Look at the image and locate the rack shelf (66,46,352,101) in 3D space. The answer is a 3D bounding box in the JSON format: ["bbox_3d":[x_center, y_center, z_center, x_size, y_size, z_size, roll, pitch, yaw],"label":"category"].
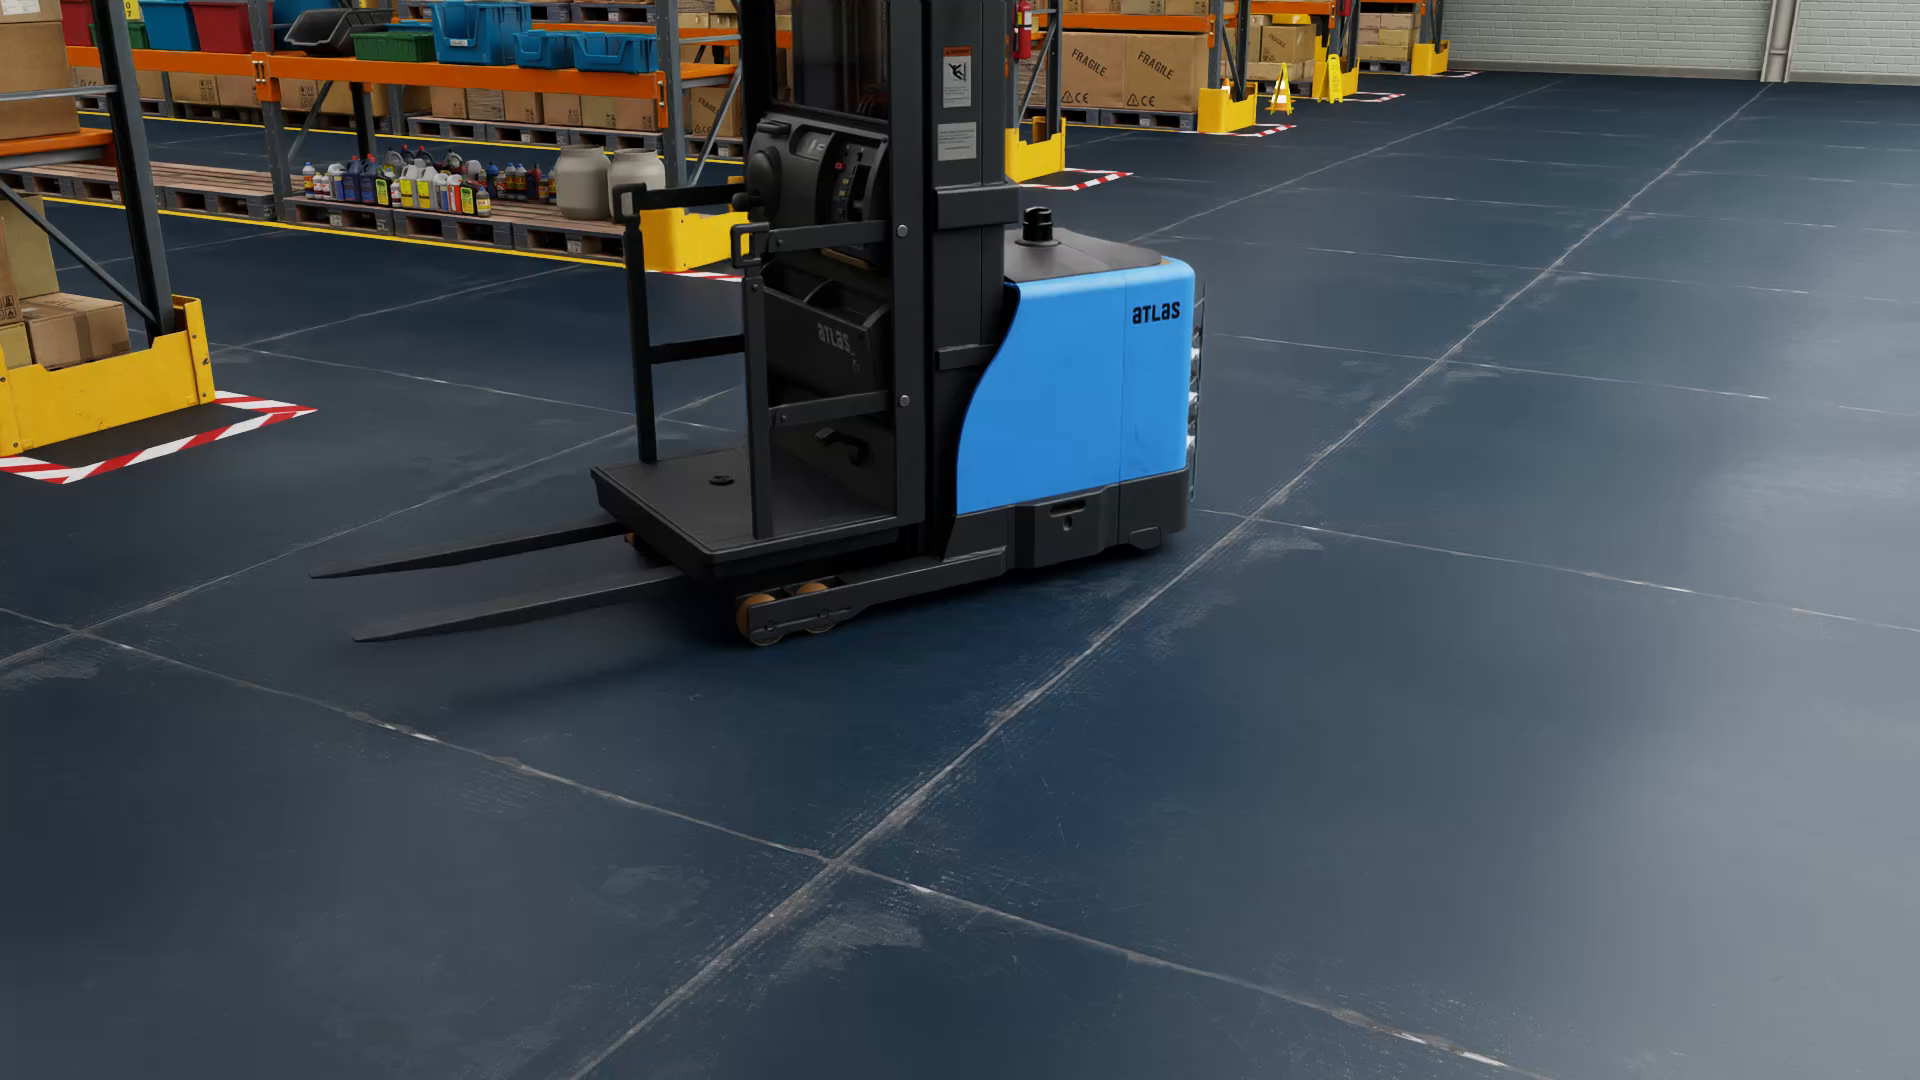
[{"bbox_3d":[-6.965,-4.108,14.345,4.000,0.370,1.077,11,23,27],"label":"rack shelf"}]

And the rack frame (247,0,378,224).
[{"bbox_3d":[-5.219,-4.113,13.306,0.127,3.000,1.000,11,23,27],"label":"rack frame"}]

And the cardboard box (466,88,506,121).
[{"bbox_3d":[-5.210,-5.091,19.021,0.500,0.500,0.700,9,22,23],"label":"cardboard box"}]

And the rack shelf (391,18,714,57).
[{"bbox_3d":[-4.549,-5.582,18.410,4.000,0.370,1.077,11,23,27],"label":"rack shelf"}]

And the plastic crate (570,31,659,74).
[{"bbox_3d":[-2.309,-3.372,11.481,0.616,0.251,0.499,11,23,27],"label":"plastic crate"}]

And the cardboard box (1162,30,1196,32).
[{"bbox_3d":[3.338,-7.445,24.806,0.500,0.500,0.500,12,23,30],"label":"cardboard box"}]

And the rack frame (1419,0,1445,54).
[{"bbox_3d":[7.939,-9.351,27.745,0.127,3.000,1.000,11,23,27],"label":"rack frame"}]

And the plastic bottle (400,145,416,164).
[{"bbox_3d":[-4.516,-3.054,13.624,0.185,0.351,0.144,10,22,26],"label":"plastic bottle"}]

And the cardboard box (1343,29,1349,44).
[{"bbox_3d":[6.469,-8.645,28.482,0.500,0.250,0.500,10,22,26],"label":"cardboard box"}]

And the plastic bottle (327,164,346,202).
[{"bbox_3d":[-4.859,-2.811,13.063,0.135,0.276,0.152,12,23,29],"label":"plastic bottle"}]

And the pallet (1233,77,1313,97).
[{"bbox_3d":[4.764,-6.720,24.582,1.213,0.211,1.003,11,23,27],"label":"pallet"}]

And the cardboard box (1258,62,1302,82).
[{"bbox_3d":[4.664,-6.836,24.228,0.500,0.250,0.500,11,23,27],"label":"cardboard box"}]

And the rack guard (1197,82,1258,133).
[{"bbox_3d":[3.217,-5.203,19.976,0.348,0.500,1.175,11,23,27],"label":"rack guard"}]

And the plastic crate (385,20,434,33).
[{"bbox_3d":[-4.120,-3.940,13.046,0.616,0.251,0.499,11,23,27],"label":"plastic crate"}]

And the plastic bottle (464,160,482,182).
[{"bbox_3d":[-3.926,-2.905,13.323,0.135,0.276,0.152,11,23,28],"label":"plastic bottle"}]

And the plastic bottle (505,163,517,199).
[{"bbox_3d":[-3.544,-2.840,13.152,0.097,0.271,0.097,0,20,0],"label":"plastic bottle"}]

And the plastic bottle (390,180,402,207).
[{"bbox_3d":[-4.316,-2.661,12.762,0.097,0.201,0.097,0,20,0],"label":"plastic bottle"}]

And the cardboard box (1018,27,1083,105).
[{"bbox_3d":[1.008,-5.972,20.930,0.875,0.875,0.875,11,23,28],"label":"cardboard box"}]

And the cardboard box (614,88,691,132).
[{"bbox_3d":[-3.329,-4.728,18.021,0.500,0.500,0.700,9,22,23],"label":"cardboard box"}]

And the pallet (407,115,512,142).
[{"bbox_3d":[-5.614,-4.812,19.320,1.213,0.211,1.003,11,23,27],"label":"pallet"}]

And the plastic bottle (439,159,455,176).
[{"bbox_3d":[-4.094,-2.901,13.303,0.133,0.283,0.061,11,23,27],"label":"plastic bottle"}]

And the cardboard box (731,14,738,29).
[{"bbox_3d":[-2.096,-5.227,16.744,0.250,0.149,0.380,11,23,27],"label":"cardboard box"}]

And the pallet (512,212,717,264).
[{"bbox_3d":[-2.522,-2.273,12.320,1.213,0.211,1.003,11,23,27],"label":"pallet"}]

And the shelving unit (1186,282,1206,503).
[{"bbox_3d":[0.823,-0.563,6.595,0.210,0.900,0.258,8,21,19],"label":"shelving unit"}]

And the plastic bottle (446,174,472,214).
[{"bbox_3d":[-3.750,-2.599,12.481,0.135,0.276,0.152,11,23,28],"label":"plastic bottle"}]

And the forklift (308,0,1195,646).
[{"bbox_3d":[-0.665,-1.238,5.480,3.031,2.935,1.130,-12,23,-30],"label":"forklift"}]

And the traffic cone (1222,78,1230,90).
[{"bbox_3d":[3.425,-5.701,21.402,0.334,0.463,0.336,11,23,27],"label":"traffic cone"}]

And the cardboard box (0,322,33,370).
[{"bbox_3d":[-4.758,-0.880,7.809,0.500,0.250,0.500,11,23,27],"label":"cardboard box"}]

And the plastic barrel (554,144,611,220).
[{"bbox_3d":[-2.776,-2.646,12.293,0.421,0.512,0.421,0,20,0],"label":"plastic barrel"}]

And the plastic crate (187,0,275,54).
[{"bbox_3d":[-5.791,-4.133,13.266,0.583,0.464,0.402,11,23,27],"label":"plastic crate"}]

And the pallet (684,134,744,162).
[{"bbox_3d":[-2.199,-4.176,17.567,1.213,0.211,1.003,11,23,27],"label":"pallet"}]

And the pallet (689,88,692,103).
[{"bbox_3d":[-3.136,-6.248,23.281,1.213,0.211,1.003,11,23,27],"label":"pallet"}]

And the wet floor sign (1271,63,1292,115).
[{"bbox_3d":[4.187,-5.860,21.574,0.232,0.644,0.267,7,21,18],"label":"wet floor sign"}]

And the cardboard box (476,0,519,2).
[{"bbox_3d":[-4.944,-6.033,18.201,0.500,0.250,0.500,10,22,26],"label":"cardboard box"}]

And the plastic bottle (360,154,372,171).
[{"bbox_3d":[-4.646,-2.860,13.090,0.185,0.351,0.144,11,23,27],"label":"plastic bottle"}]

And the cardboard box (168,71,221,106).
[{"bbox_3d":[-9.219,-6.016,21.052,0.875,0.875,1.225,11,23,27],"label":"cardboard box"}]

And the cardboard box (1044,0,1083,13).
[{"bbox_3d":[1.449,-6.792,20.471,0.500,0.550,0.875,11,23,27],"label":"cardboard box"}]

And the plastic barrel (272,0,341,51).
[{"bbox_3d":[-5.408,-4.503,13.646,0.708,0.901,0.600,11,23,27],"label":"plastic barrel"}]

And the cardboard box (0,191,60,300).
[{"bbox_3d":[-4.943,-1.469,8.334,0.500,0.500,0.500,11,23,27],"label":"cardboard box"}]

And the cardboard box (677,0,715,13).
[{"bbox_3d":[-2.440,-5.681,17.046,0.500,0.500,0.875,11,23,27],"label":"cardboard box"}]

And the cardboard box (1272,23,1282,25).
[{"bbox_3d":[4.473,-7.436,24.782,0.500,0.500,0.500,10,22,25],"label":"cardboard box"}]

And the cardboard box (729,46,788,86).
[{"bbox_3d":[-2.535,-6.580,22.790,0.750,0.750,1.050,11,23,28],"label":"cardboard box"}]

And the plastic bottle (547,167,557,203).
[{"bbox_3d":[-3.157,-2.767,12.949,0.097,0.271,0.097,0,20,0],"label":"plastic bottle"}]

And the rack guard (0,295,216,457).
[{"bbox_3d":[-4.124,-0.795,7.824,0.348,0.500,1.175,11,23,27],"label":"rack guard"}]

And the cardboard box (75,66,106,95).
[{"bbox_3d":[-11.110,-6.400,22.110,0.875,0.875,0.875,11,23,27],"label":"cardboard box"}]

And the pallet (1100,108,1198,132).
[{"bbox_3d":[2.460,-5.181,20.339,1.213,0.211,1.003,11,23,27],"label":"pallet"}]

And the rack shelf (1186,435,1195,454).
[{"bbox_3d":[0.822,-0.363,6.668,0.200,0.077,0.258,8,21,19],"label":"rack shelf"}]

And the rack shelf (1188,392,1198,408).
[{"bbox_3d":[0.823,-0.532,6.607,0.200,0.077,0.258,8,21,19],"label":"rack shelf"}]

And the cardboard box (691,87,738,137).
[{"bbox_3d":[-2.473,-4.532,17.509,0.500,0.500,0.500,10,22,26],"label":"cardboard box"}]

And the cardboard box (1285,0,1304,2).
[{"bbox_3d":[4.816,-7.762,23.734,0.250,0.149,0.380,10,22,27],"label":"cardboard box"}]
